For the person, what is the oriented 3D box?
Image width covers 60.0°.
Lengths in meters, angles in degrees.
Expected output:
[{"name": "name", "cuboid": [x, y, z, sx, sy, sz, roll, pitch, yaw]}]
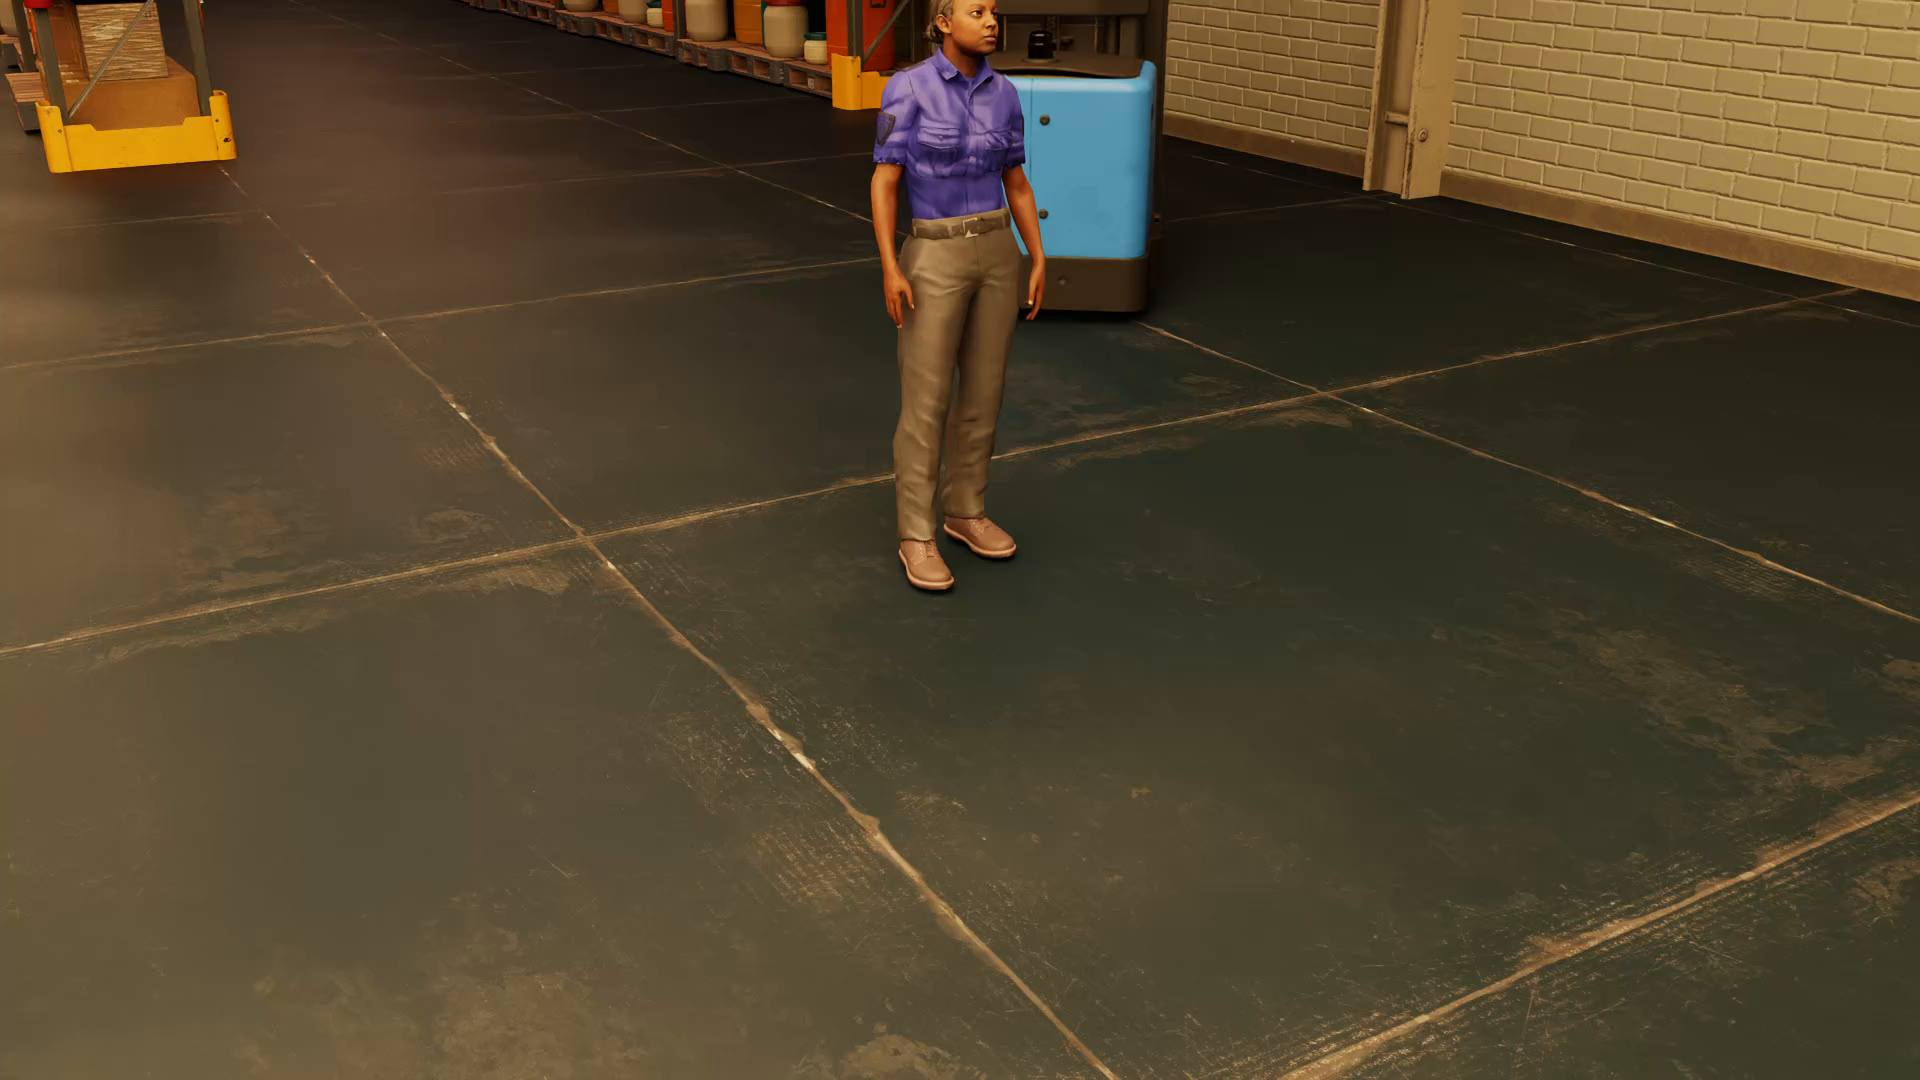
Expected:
[{"name": "person", "cuboid": [0.027, -0.739, 4.739, 0.570, 1.654, 0.504, -12, 25, -28]}]

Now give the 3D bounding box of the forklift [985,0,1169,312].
[{"name": "forklift", "cuboid": [0.513, -2.896, 8.332, 1.130, 2.935, 3.031, 3, 22, 7]}]
